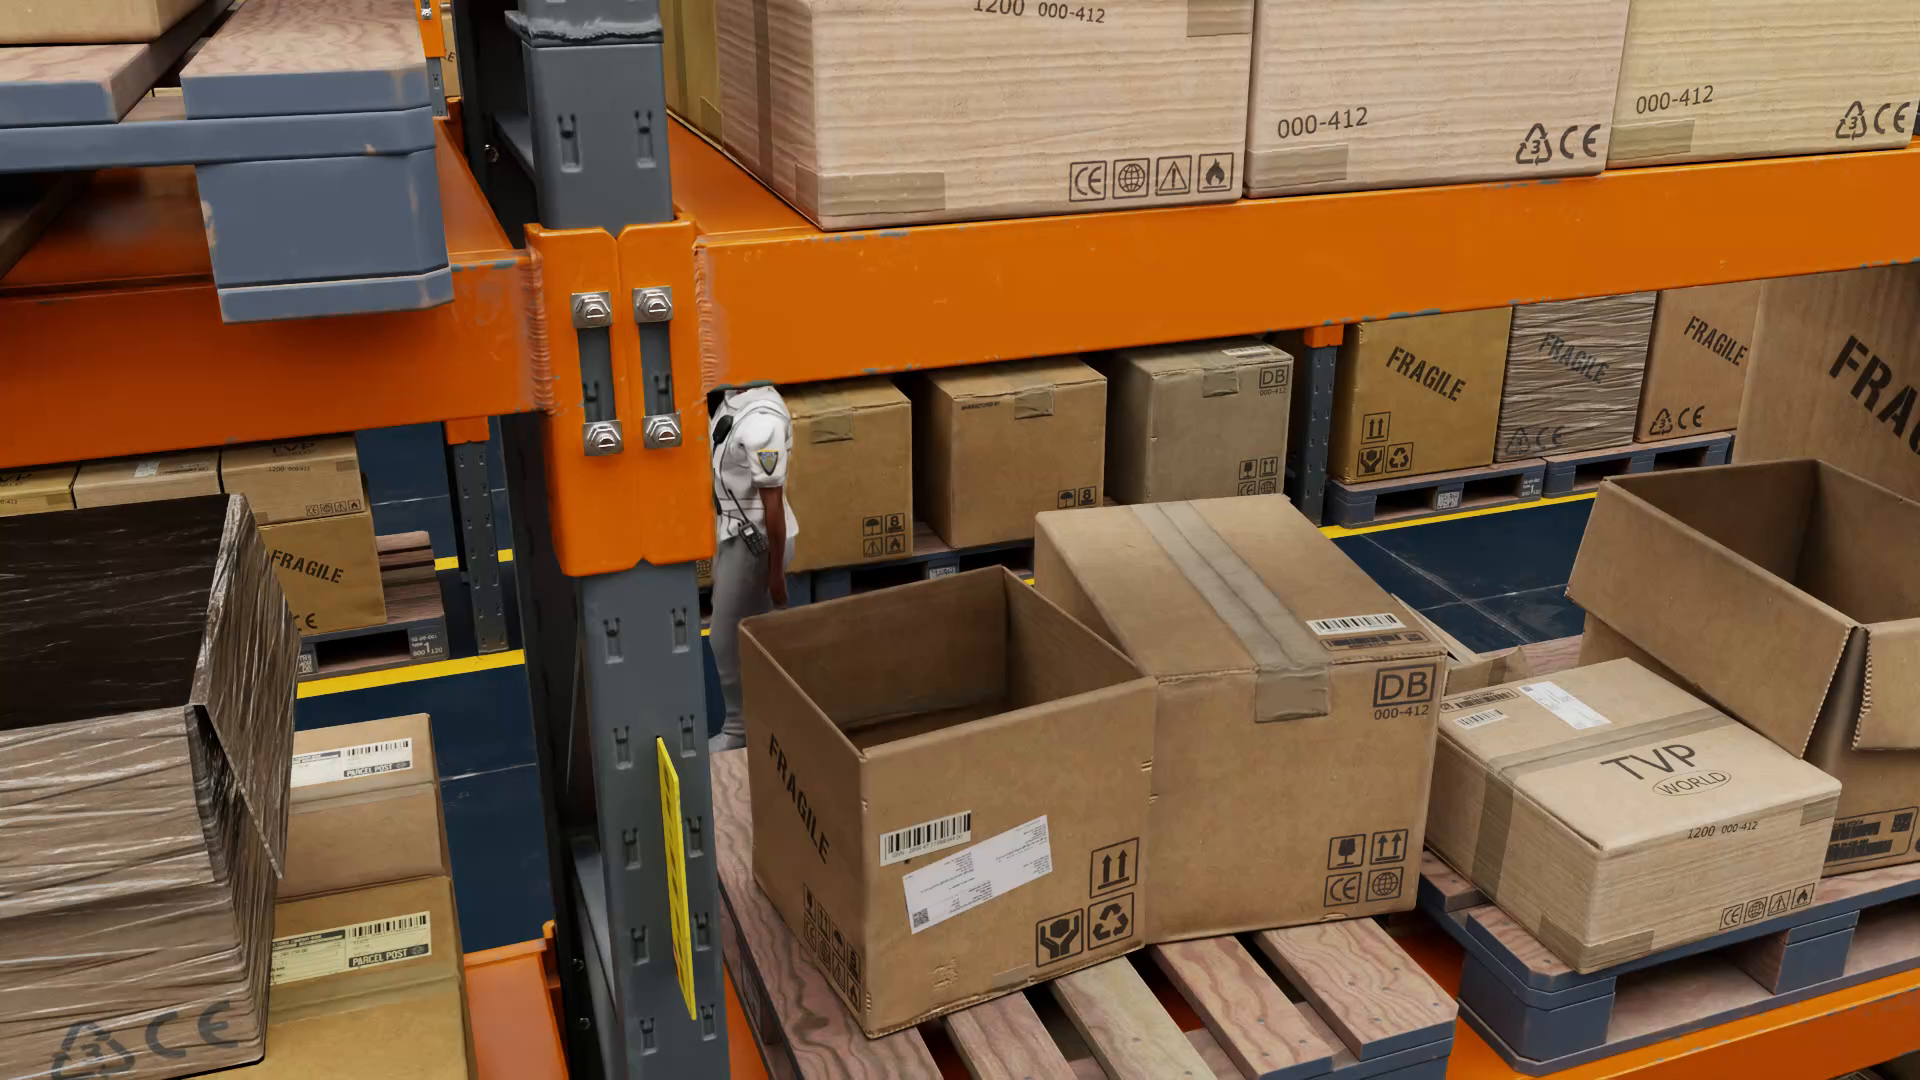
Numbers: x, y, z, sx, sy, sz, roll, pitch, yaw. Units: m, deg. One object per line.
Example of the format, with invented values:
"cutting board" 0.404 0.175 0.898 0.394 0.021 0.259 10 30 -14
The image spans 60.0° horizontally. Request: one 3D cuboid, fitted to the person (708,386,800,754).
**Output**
"person" -0.709 -0.008 6.032 0.663 1.675 0.465 -5 23 -13
